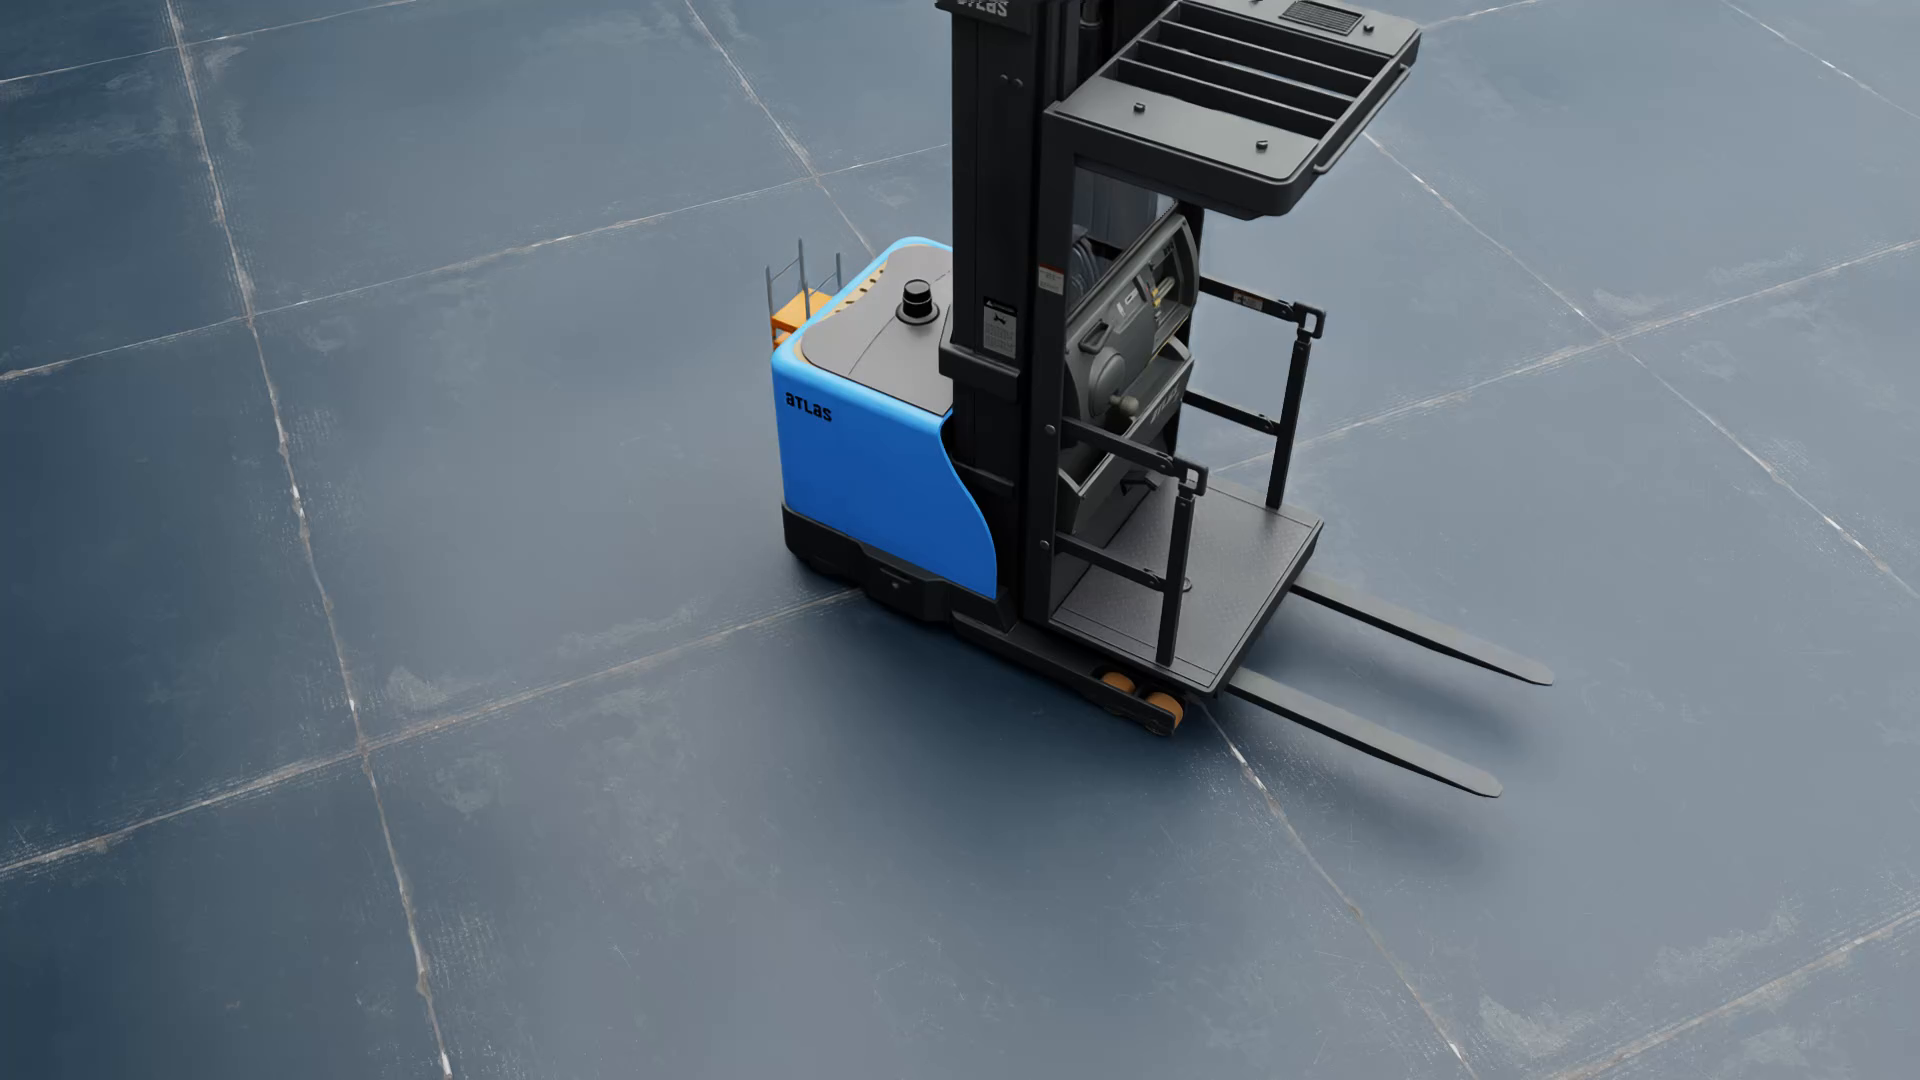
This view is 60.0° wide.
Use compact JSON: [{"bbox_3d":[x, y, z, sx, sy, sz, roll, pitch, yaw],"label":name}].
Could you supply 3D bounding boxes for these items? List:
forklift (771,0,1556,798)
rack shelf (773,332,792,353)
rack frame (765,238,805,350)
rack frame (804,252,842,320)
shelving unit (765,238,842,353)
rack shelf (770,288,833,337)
[{"bbox_3d":[0.787,-0.729,5.770,3.031,2.935,1.130,23,49,22],"label":"forklift"},{"bbox_3d":[-0.617,-0.813,6.810,0.180,0.103,0.258,23,49,22],"label":"rack shelf"},{"bbox_3d":[-0.695,-0.707,6.981,0.006,1.200,0.240,23,49,22],"label":"rack frame"},{"bbox_3d":[-0.539,-0.640,6.913,0.006,1.200,0.240,23,49,22],"label":"rack frame"},{"bbox_3d":[-0.617,-0.674,6.947,0.189,1.200,0.258,23,49,22],"label":"shelving unit"},{"bbox_3d":[-0.617,-0.898,6.726,0.180,0.103,0.258,23,49,22],"label":"rack shelf"}]
